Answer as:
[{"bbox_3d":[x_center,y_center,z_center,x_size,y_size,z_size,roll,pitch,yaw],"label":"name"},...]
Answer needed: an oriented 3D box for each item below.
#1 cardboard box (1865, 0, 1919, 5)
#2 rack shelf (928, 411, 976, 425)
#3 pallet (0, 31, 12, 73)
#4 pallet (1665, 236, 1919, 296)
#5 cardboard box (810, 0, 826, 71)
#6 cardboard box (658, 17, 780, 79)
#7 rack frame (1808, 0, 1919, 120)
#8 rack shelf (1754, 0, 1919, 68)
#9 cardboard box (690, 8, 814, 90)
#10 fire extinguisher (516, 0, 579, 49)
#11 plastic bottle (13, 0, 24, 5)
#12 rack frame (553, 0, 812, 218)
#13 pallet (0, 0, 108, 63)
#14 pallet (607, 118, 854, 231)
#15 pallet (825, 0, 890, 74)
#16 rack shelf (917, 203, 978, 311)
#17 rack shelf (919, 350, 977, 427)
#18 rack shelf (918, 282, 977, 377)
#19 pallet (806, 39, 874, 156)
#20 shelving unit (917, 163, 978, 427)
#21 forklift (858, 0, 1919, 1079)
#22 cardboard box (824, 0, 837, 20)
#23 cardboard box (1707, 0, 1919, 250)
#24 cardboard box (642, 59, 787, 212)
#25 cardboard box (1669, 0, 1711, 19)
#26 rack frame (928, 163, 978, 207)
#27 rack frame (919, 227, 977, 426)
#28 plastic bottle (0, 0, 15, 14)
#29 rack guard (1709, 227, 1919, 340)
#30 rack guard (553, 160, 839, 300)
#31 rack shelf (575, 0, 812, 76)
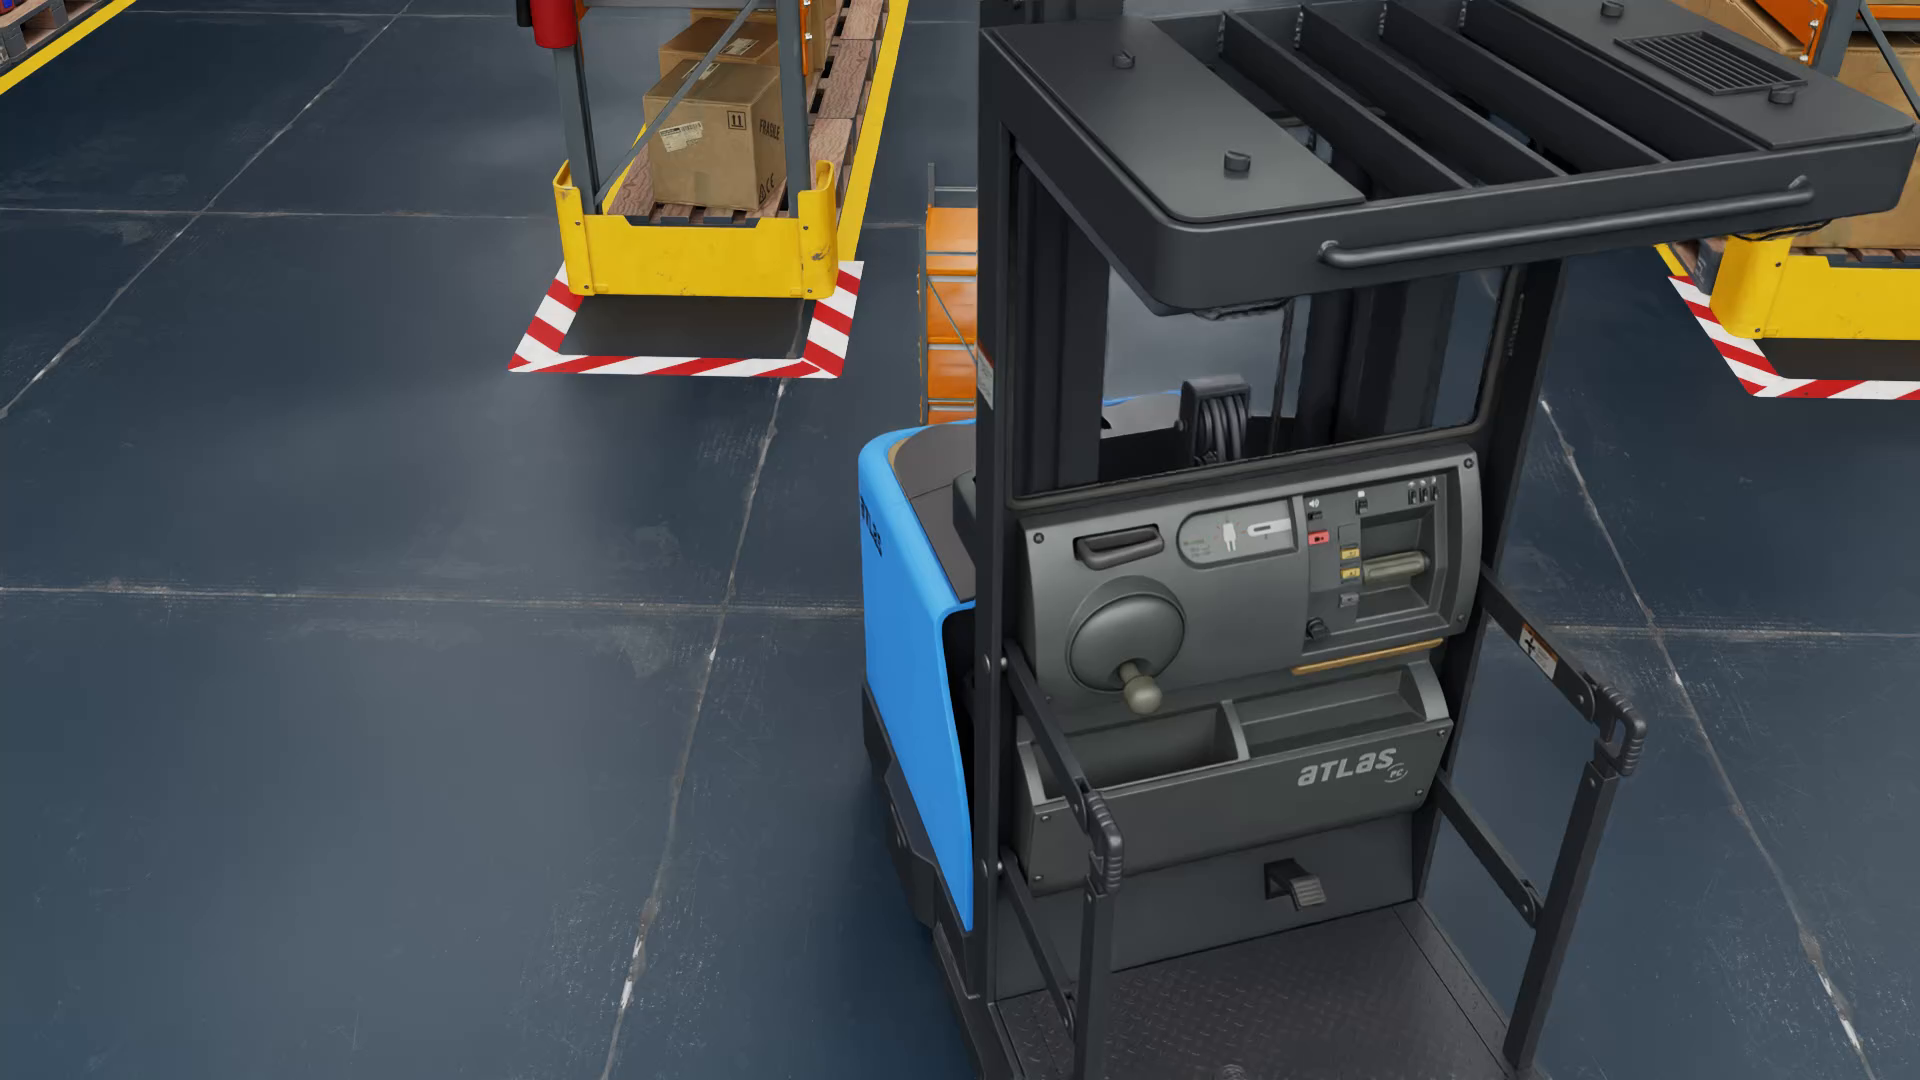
[{"bbox_3d":[3.785,-2.445,6.490,0.875,0.550,0.550,1,35,2],"label":"cardboard box"},{"bbox_3d":[0.007,-0.369,5.693,0.258,0.148,0.480,1,35,2],"label":"rack shelf"},{"bbox_3d":[-6.040,-2.526,9.161,1.003,0.211,1.213,1,35,2],"label":"pallet"},{"bbox_3d":[3.769,-1.490,7.686,1.003,0.211,1.213,1,35,2],"label":"pallet"},{"bbox_3d":[-0.994,-2.873,9.037,0.500,0.500,0.500,-2,35,-2],"label":"cardboard box"},{"bbox_3d":[-1.105,-2.194,8.071,0.500,0.500,0.500,10,36,14],"label":"cardboard box"},{"bbox_3d":[3.815,-2.169,6.228,1.000,3.000,0.127,1,35,2],"label":"rack frame"},{"bbox_3d":[3.896,-3.024,8.070,1.077,0.370,4.000,1,35,2],"label":"rack shelf"},{"bbox_3d":[-1.061,-2.553,8.583,0.500,0.500,0.500,4,35,6],"label":"cardboard box"},{"bbox_3d":[-1.602,-2.255,6.417,0.296,0.674,0.183,1,35,2],"label":"fire extinguisher"},{"bbox_3d":[-5.671,-3.364,9.849,0.144,0.351,0.185,0,35,0],"label":"plastic bottle"},{"bbox_3d":[-1.137,-2.342,6.474,1.000,3.000,0.127,1,35,2],"label":"rack frame"},{"bbox_3d":[-5.994,-3.229,10.161,1.003,0.211,1.213,1,35,2],"label":"pallet"},{"bbox_3d":[-1.066,-1.711,8.001,1.003,0.211,1.213,1,35,2],"label":"pallet"},{"bbox_3d":[-0.968,-3.113,9.995,1.003,0.211,1.213,1,35,2],"label":"pallet"},{"bbox_3d":[0.007,-0.908,5.314,0.258,0.148,0.480,1,35,2],"label":"rack shelf"},{"bbox_3d":[0.007,-0.531,5.579,0.258,0.148,0.480,1,35,2],"label":"rack shelf"},{"bbox_3d":[0.007,-0.714,5.450,0.258,0.148,0.480,1,35,2],"label":"rack shelf"},{"bbox_3d":[-1.014,-2.410,8.995,1.003,0.211,1.213,1,35,2],"label":"pallet"},{"bbox_3d":[0.007,-0.586,5.540,0.258,1.200,0.503,1,35,2],"label":"shelving unit"},{"bbox_3d":[0.635,0.140,3.002,1.130,2.935,3.031,-10,36,-14],"label":"forklift"},{"bbox_3d":[-1.047,-3.231,9.547,0.500,0.500,0.500,12,37,17],"label":"cardboard box"},{"bbox_3d":[3.776,-1.863,7.275,0.875,0.875,0.875,2,35,2],"label":"cardboard box"},{"bbox_3d":[-1.095,-1.849,7.582,0.500,0.500,0.500,8,36,11],"label":"cardboard box"},{"bbox_3d":[3.810,-2.369,7.994,0.875,0.875,0.875,1,35,1],"label":"cardboard box"},{"bbox_3d":[0.016,-0.726,5.740,0.240,1.200,0.015,1,35,2],"label":"rack frame"},{"bbox_3d":[-0.003,-0.446,5.341,0.240,1.200,0.015,1,35,2],"label":"rack frame"},{"bbox_3d":[-5.635,-3.242,9.734,0.061,0.283,0.133,4,35,5],"label":"plastic bottle"},{"bbox_3d":[3.814,-1.133,6.927,1.175,0.500,0.348,1,35,2],"label":"rack guard"},{"bbox_3d":[-1.134,-1.363,7.255,1.175,0.500,0.348,1,35,2],"label":"rack guard"},{"bbox_3d":[-1.056,-3.197,8.315,1.077,0.370,4.000,1,35,2],"label":"rack shelf"}]
